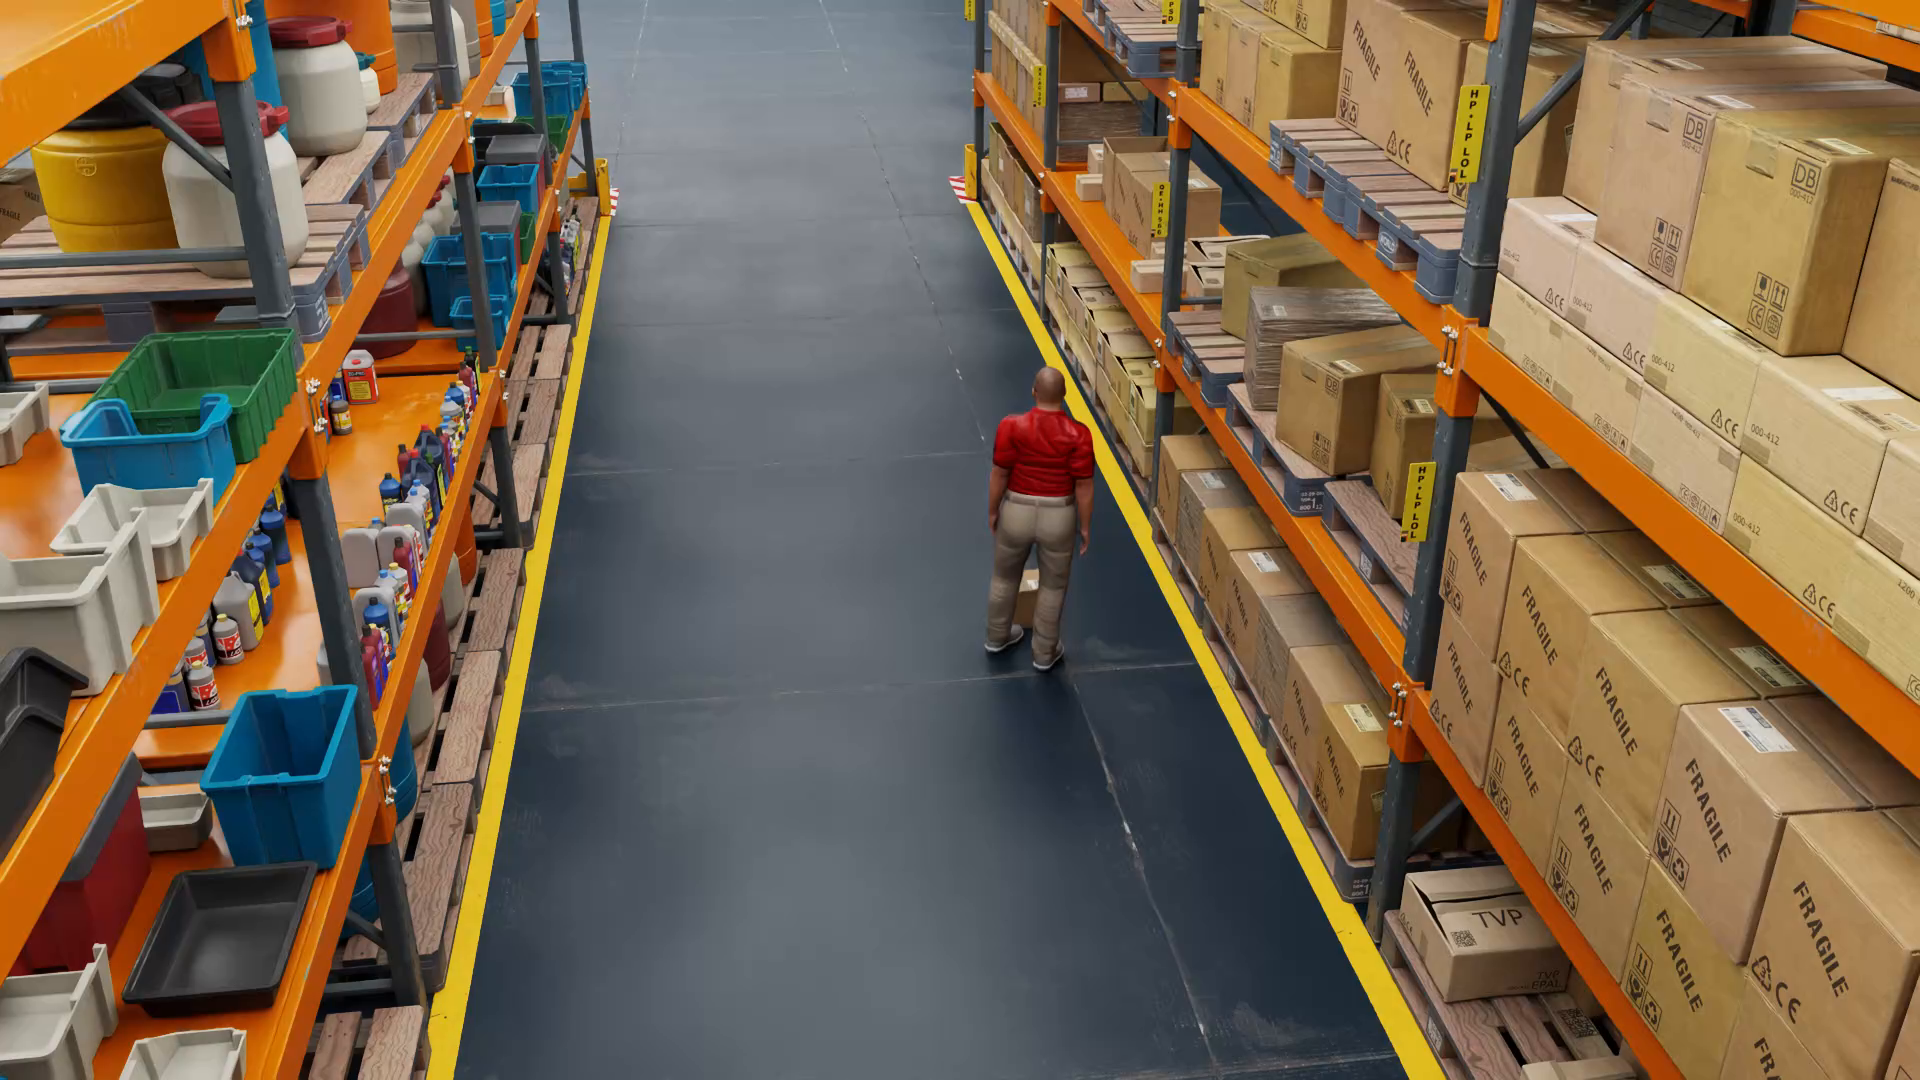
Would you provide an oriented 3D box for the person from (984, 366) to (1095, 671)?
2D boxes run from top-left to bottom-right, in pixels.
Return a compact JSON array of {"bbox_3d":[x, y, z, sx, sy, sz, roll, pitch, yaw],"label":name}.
[{"bbox_3d":[0.426,-0.129,8.859,0.580,1.737,0.486,4,27,8],"label":"person"}]
